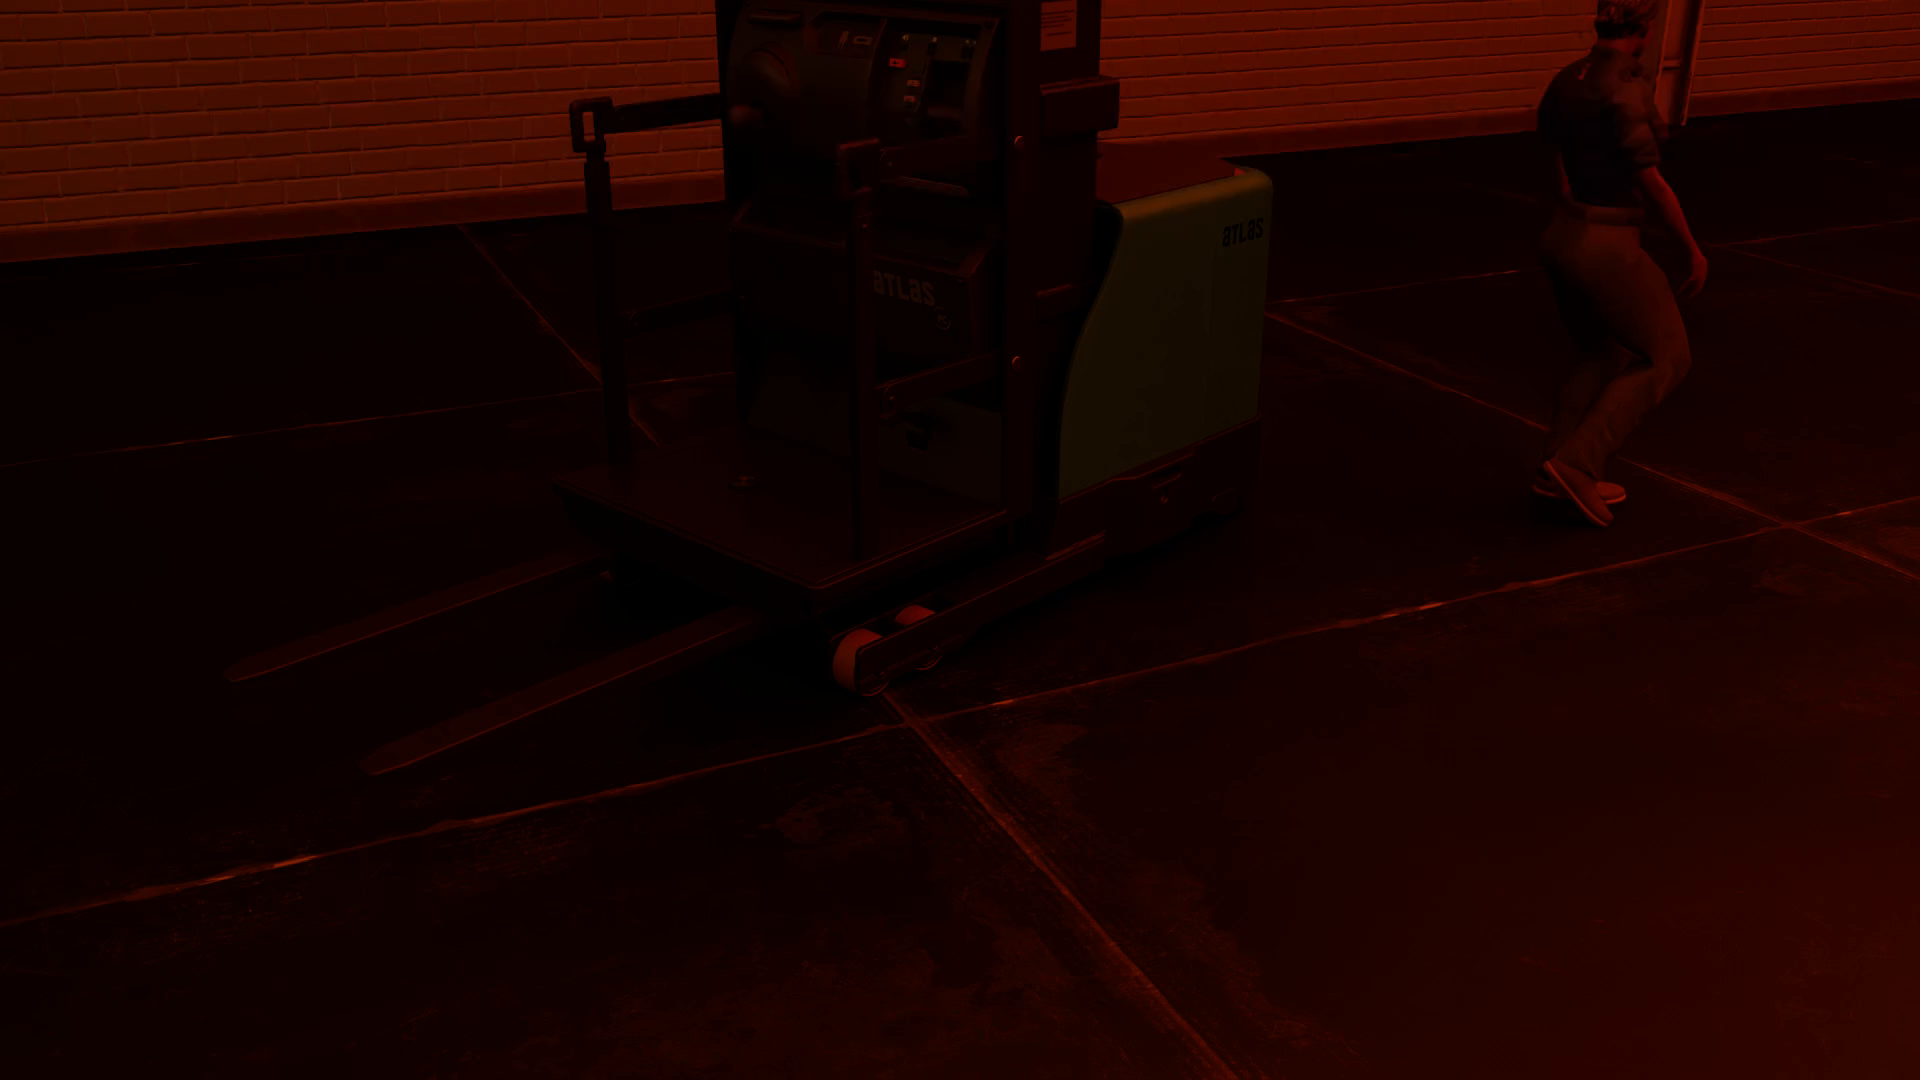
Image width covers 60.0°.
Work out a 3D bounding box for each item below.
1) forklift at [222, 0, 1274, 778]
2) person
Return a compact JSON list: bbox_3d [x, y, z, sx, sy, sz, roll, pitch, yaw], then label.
[{"bbox_3d":[-0.413,-1.182,4.131,1.130,2.935,3.031,19,29,39],"label":"forklift"},{"bbox_3d":[2.002,-0.883,5.138,0.434,1.641,0.709,0,23,0],"label":"person"}]
